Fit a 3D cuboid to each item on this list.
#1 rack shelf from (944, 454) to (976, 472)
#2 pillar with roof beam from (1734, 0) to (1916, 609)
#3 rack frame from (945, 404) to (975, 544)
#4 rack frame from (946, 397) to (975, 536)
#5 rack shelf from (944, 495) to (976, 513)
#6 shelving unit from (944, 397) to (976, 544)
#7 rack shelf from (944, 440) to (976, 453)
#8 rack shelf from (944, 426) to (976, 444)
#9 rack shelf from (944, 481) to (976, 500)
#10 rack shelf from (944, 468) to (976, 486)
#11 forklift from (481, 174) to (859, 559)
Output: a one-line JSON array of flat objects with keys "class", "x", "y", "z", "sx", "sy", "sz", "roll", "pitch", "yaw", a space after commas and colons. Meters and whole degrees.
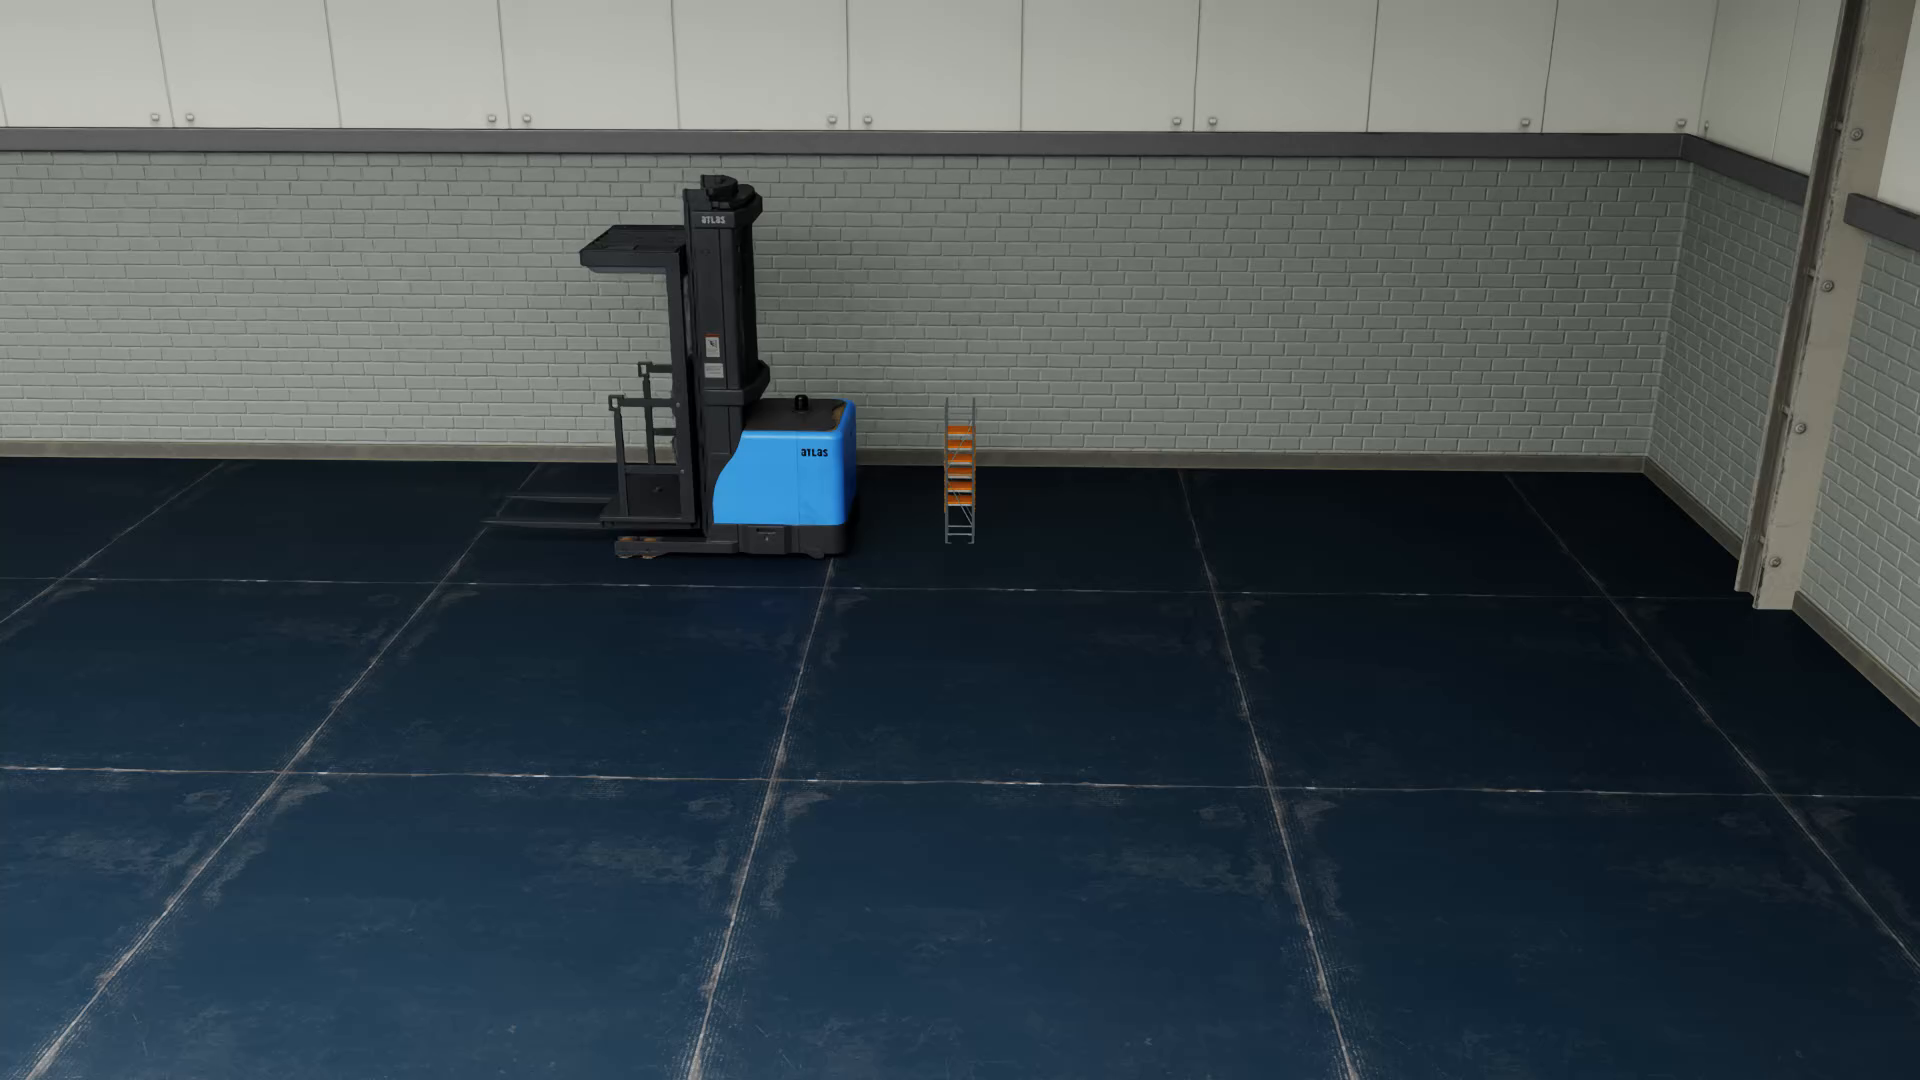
[{"class": "rack shelf", "x": 0.000, "y": -0.635, "z": 13.591, "sx": 0.258, "sy": 0.103, "sz": 0.180, "roll": 1, "pitch": 21, "yaw": 2}, {"class": "pillar with roof beam", "x": 1.827, "y": -3.795, "z": 11.162, "sx": 9.100, "sy": 9.000, "sz": 0.400, "roll": 1, "pitch": 21, "yaw": 2}, {"class": "rack frame", "x": -0.002, "y": -0.532, "z": 13.533, "sx": 0.240, "sy": 1.200, "sz": 0.006, "roll": 1, "pitch": 21, "yaw": 2}, {"class": "rack frame", "x": 0.003, "y": -0.598, "z": 13.704, "sx": 0.240, "sy": 1.200, "sz": 0.006, "roll": 1, "pitch": 21, "yaw": 2}, {"class": "rack shelf", "x": 0.000, "y": -0.299, "z": 13.722, "sx": 0.258, "sy": 0.103, "sz": 0.180, "roll": 1, "pitch": 21, "yaw": 2}, {"class": "shelving unit", "x": 0.000, "y": -0.565, "z": 13.619, "sx": 0.258, "sy": 1.200, "sz": 0.189, "roll": 1, "pitch": 21, "yaw": 2}, {"class": "rack shelf", "x": 0.000, "y": -0.747, "z": 13.548, "sx": 0.258, "sy": 0.103, "sz": 0.180, "roll": 1, "pitch": 21, "yaw": 2}, {"class": "rack shelf", "x": 0.000, "y": -0.859, "z": 13.505, "sx": 0.258, "sy": 0.103, "sz": 0.180, "roll": 1, "pitch": 21, "yaw": 2}, {"class": "rack shelf", "x": 0.000, "y": -0.411, "z": 13.678, "sx": 0.258, "sy": 0.103, "sz": 0.180, "roll": 1, "pitch": 21, "yaw": 2}, {"class": "rack shelf", "x": 0.000, "y": -0.523, "z": 13.635, "sx": 0.258, "sy": 0.103, "sz": 0.180, "roll": 1, "pitch": 21, "yaw": 2}, {"class": "forklift", "x": -2.395, "y": -1.404, "z": 13.388, "sx": 3.031, "sy": 2.935, "sz": 1.130, "roll": 1, "pitch": 21, "yaw": 3}]
